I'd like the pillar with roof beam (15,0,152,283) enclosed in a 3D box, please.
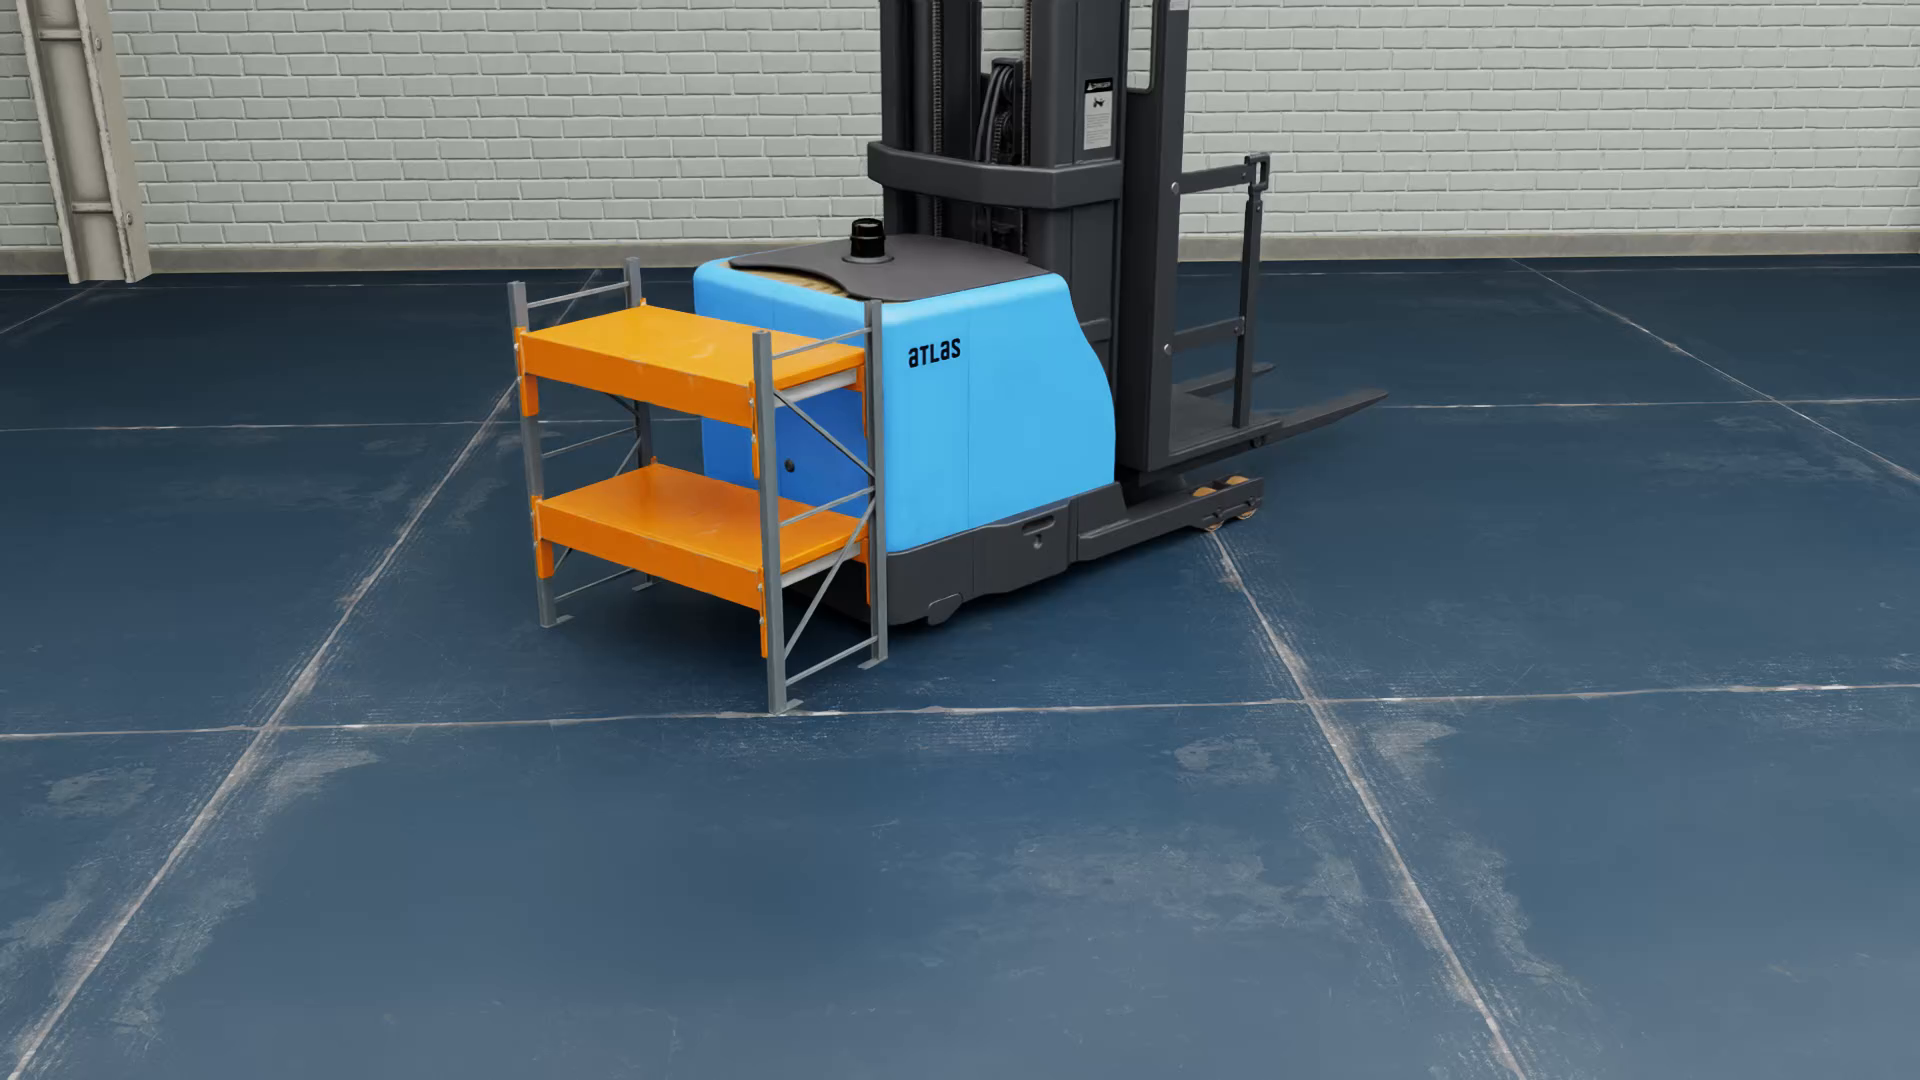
[{"bbox_3d":[-5.082,-4.324,4.831,0.400,9.000,9.100,-1,21,-3],"label":"pillar with roof beam"}]

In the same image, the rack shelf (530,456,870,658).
[{"bbox_3d":[-0.791,0.027,5.156,1.000,0.278,0.538,15,26,35],"label":"rack shelf"}]

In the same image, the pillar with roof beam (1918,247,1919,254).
[{"bbox_3d":[6.898,-4.568,5.471,0.400,9.000,9.100,-1,21,-3],"label":"pillar with roof beam"}]

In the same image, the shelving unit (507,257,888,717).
[{"bbox_3d":[-0.791,-0.201,5.069,1.048,1.125,0.538,15,26,35],"label":"shelving unit"}]

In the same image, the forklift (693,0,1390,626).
[{"bbox_3d":[0.520,-1.521,5.996,3.031,2.935,1.130,-18,27,-39],"label":"forklift"}]

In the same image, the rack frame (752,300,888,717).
[{"bbox_3d":[-0.388,-0.091,4.779,0.032,1.125,0.500,15,26,35],"label":"rack frame"}]

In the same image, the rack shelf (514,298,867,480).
[{"bbox_3d":[-0.791,-0.475,4.965,1.000,0.278,0.538,15,26,35],"label":"rack shelf"}]

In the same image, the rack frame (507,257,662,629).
[{"bbox_3d":[-1.194,-0.312,5.359,0.032,1.125,0.500,15,26,35],"label":"rack frame"}]
